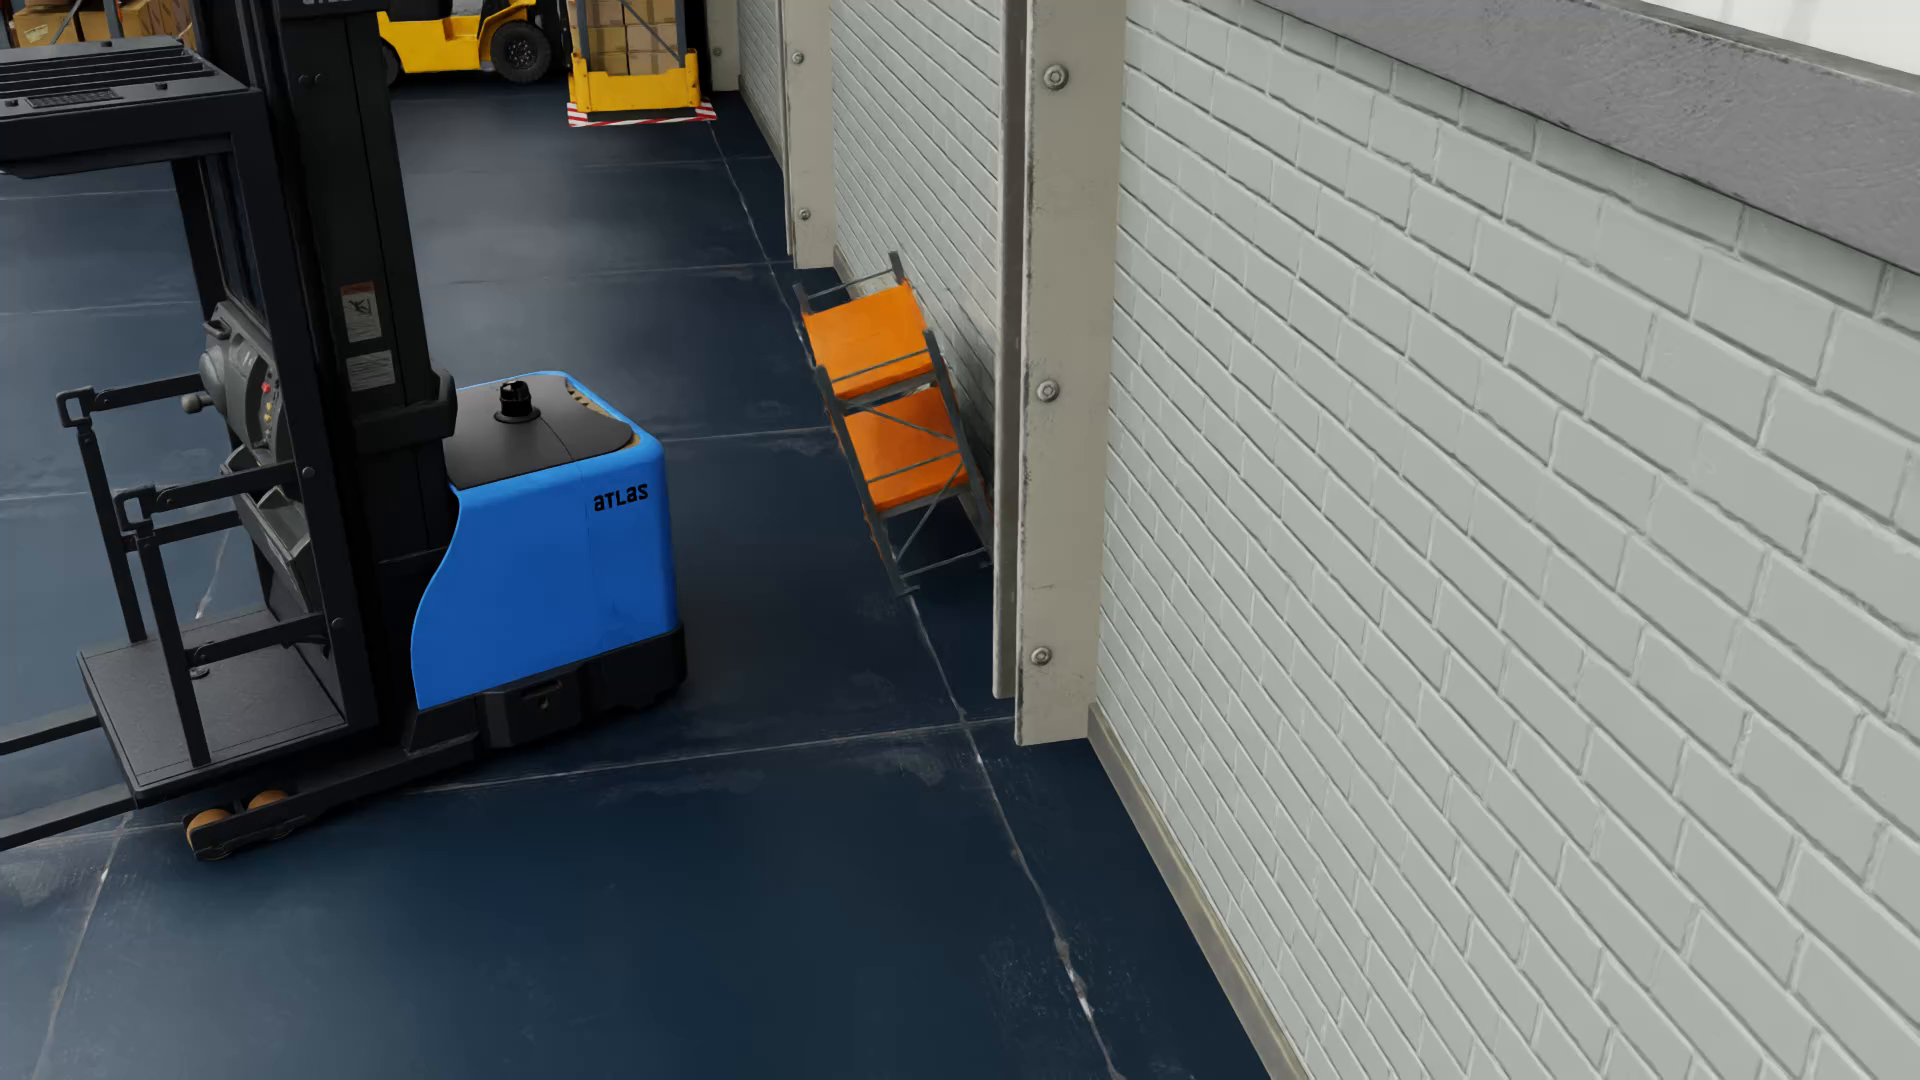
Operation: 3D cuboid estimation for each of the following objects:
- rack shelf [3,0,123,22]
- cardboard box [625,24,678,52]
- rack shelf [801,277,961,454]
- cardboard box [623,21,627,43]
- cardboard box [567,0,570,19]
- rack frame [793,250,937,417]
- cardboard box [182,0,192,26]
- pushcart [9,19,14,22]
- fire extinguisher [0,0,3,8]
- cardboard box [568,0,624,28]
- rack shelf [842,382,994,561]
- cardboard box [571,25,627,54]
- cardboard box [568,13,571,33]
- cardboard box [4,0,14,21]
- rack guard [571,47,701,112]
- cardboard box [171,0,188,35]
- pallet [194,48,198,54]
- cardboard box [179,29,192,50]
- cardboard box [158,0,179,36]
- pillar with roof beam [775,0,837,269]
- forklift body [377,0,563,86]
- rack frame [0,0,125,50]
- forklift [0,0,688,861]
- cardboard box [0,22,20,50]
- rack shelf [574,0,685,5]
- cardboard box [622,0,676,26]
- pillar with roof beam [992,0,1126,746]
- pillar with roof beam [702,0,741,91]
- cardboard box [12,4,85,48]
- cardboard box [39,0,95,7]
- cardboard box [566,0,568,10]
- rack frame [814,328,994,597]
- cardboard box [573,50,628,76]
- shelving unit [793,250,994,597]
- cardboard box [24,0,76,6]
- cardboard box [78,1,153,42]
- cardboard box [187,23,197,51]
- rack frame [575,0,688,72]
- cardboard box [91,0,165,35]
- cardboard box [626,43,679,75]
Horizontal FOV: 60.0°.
[{"bbox_3d":[-8.390,-5.592,16.299,1.077,0.370,4.000,-6,27,-12],"label":"rack shelf"},{"bbox_3d":[-3.007,-4.952,16.262,0.500,0.250,0.500,-5,27,-11],"label":"cardboard box"},{"bbox_3d":[-0.363,-0.781,7.263,0.538,0.278,1.000,-19,29,-1],"label":"rack shelf"},{"bbox_3d":[-3.131,-5.171,16.696,0.500,0.250,0.500,-6,27,-12],"label":"cardboard box"},{"bbox_3d":[-3.632,-5.342,16.480,0.500,0.250,0.500,-5,27,-11],"label":"cardboard box"},{"bbox_3d":[-0.372,-0.773,7.849,0.500,1.125,0.032,-19,29,-1],"label":"rack frame"},{"bbox_3d":[-8.329,-5.631,17.330,0.500,0.500,0.500,-5,27,-11],"label":"cardboard box"},{"bbox_3d":[-11.050,-5.367,17.965,1.648,0.377,0.936,-16,31,-29],"label":"pushcart"},{"bbox_3d":[-8.362,-4.904,14.223,0.296,0.674,0.183,-6,27,-12],"label":"fire extinguisher"},{"bbox_3d":[-3.511,-5.118,16.037,0.500,0.250,0.500,-5,27,-10],"label":"cardboard box"},{"bbox_3d":[-0.217,-0.336,7.527,0.538,0.278,1.000,-19,29,-1],"label":"rack shelf"},{"bbox_3d":[-3.518,-4.906,16.172,0.500,0.250,0.500,-6,27,-12],"label":"cardboard box"},{"bbox_3d":[-3.757,-5.352,17.055,0.500,0.250,0.500,-7,28,-13],"label":"cardboard box"},{"bbox_3d":[-10.568,-5.820,17.885,0.500,0.500,0.500,-6,27,-12],"label":"cardboard box"},{"bbox_3d":[-3.098,-4.415,15.942,1.175,0.500,0.348,-6,27,-12],"label":"rack guard"},{"bbox_3d":[-8.213,-5.407,16.886,0.500,0.500,0.500,-5,27,-9],"label":"cardboard box"},{"bbox_3d":[-8.655,-5.255,17.928,1.003,0.211,1.213,-6,27,-12],"label":"pallet"},{"bbox_3d":[-8.205,-5.063,17.037,0.500,0.250,0.500,-6,27,-11],"label":"cardboard box"},{"bbox_3d":[-8.084,-5.173,16.423,0.500,0.500,0.500,-5,27,-11],"label":"cardboard box"},{"bbox_3d":[-5.225,-5.545,8.750,9.100,9.000,0.400,-6,27,-12],"label":"pillar with roof beam"},{"bbox_3d":[-5.309,-5.809,16.873,2.313,2.155,1.214,-6,27,-12],"label":"forklift body"},{"bbox_3d":[-7.939,-5.035,14.397,1.000,3.000,0.127,-6,27,-12],"label":"rack frame"},{"bbox_3d":[-2.571,-0.501,5.489,3.031,2.935,1.130,-17,32,-31],"label":"forklift"},{"bbox_3d":[-9.925,-5.068,17.233,0.500,0.500,0.500,13,30,24],"label":"cardboard box"},{"bbox_3d":[-3.554,-6.098,17.301,1.077,0.370,4.000,-6,27,-12],"label":"rack shelf"},{"bbox_3d":[-3.028,-5.178,16.155,0.500,0.250,0.500,-6,27,-12],"label":"cardboard box"},{"bbox_3d":[-3.873,-2.911,3.531,9.100,9.000,0.400,-6,27,-12],"label":"pillar with roof beam"},{"bbox_3d":[-6.577,-8.179,13.968,9.100,9.000,0.400,-6,27,-12],"label":"pillar with roof beam"},{"bbox_3d":[-8.374,-4.655,15.398,0.500,0.500,0.500,-6,27,-11],"label":"cardboard box"},{"bbox_3d":[-8.494,-4.884,15.851,0.500,0.500,0.500,-5,27,-10],"label":"cardboard box"},{"bbox_3d":[-3.756,-5.562,16.917,0.500,0.250,0.500,-6,27,-11],"label":"cardboard box"},{"bbox_3d":[-0.195,-0.305,6.964,0.500,1.125,0.032,-19,29,-1],"label":"rack frame"},{"bbox_3d":[-3.517,-4.675,16.269,0.500,0.250,0.500,-6,27,-11],"label":"cardboard box"},{"bbox_3d":[-0.284,-0.539,7.407,0.538,1.125,1.048,-19,29,-1],"label":"shelving unit"},{"bbox_3d":[-8.522,-5.099,15.557,0.380,0.149,0.250,-5,27,-10],"label":"cardboard box"},{"bbox_3d":[-7.857,-4.723,15.531,0.500,0.500,0.500,-7,28,-13],"label":"cardboard box"},{"bbox_3d":[-8.315,-5.286,17.480,0.500,0.250,0.500,-7,28,-13],"label":"cardboard box"},{"bbox_3d":[-3.104,-5.541,15.399,1.000,3.000,0.127,-6,27,-12],"label":"rack frame"},{"bbox_3d":[-7.979,-4.952,15.985,0.500,0.500,0.500,-7,28,-14],"label":"cardboard box"},{"bbox_3d":[-3.024,-4.737,16.391,0.500,0.250,0.500,-6,27,-11],"label":"cardboard box"}]
